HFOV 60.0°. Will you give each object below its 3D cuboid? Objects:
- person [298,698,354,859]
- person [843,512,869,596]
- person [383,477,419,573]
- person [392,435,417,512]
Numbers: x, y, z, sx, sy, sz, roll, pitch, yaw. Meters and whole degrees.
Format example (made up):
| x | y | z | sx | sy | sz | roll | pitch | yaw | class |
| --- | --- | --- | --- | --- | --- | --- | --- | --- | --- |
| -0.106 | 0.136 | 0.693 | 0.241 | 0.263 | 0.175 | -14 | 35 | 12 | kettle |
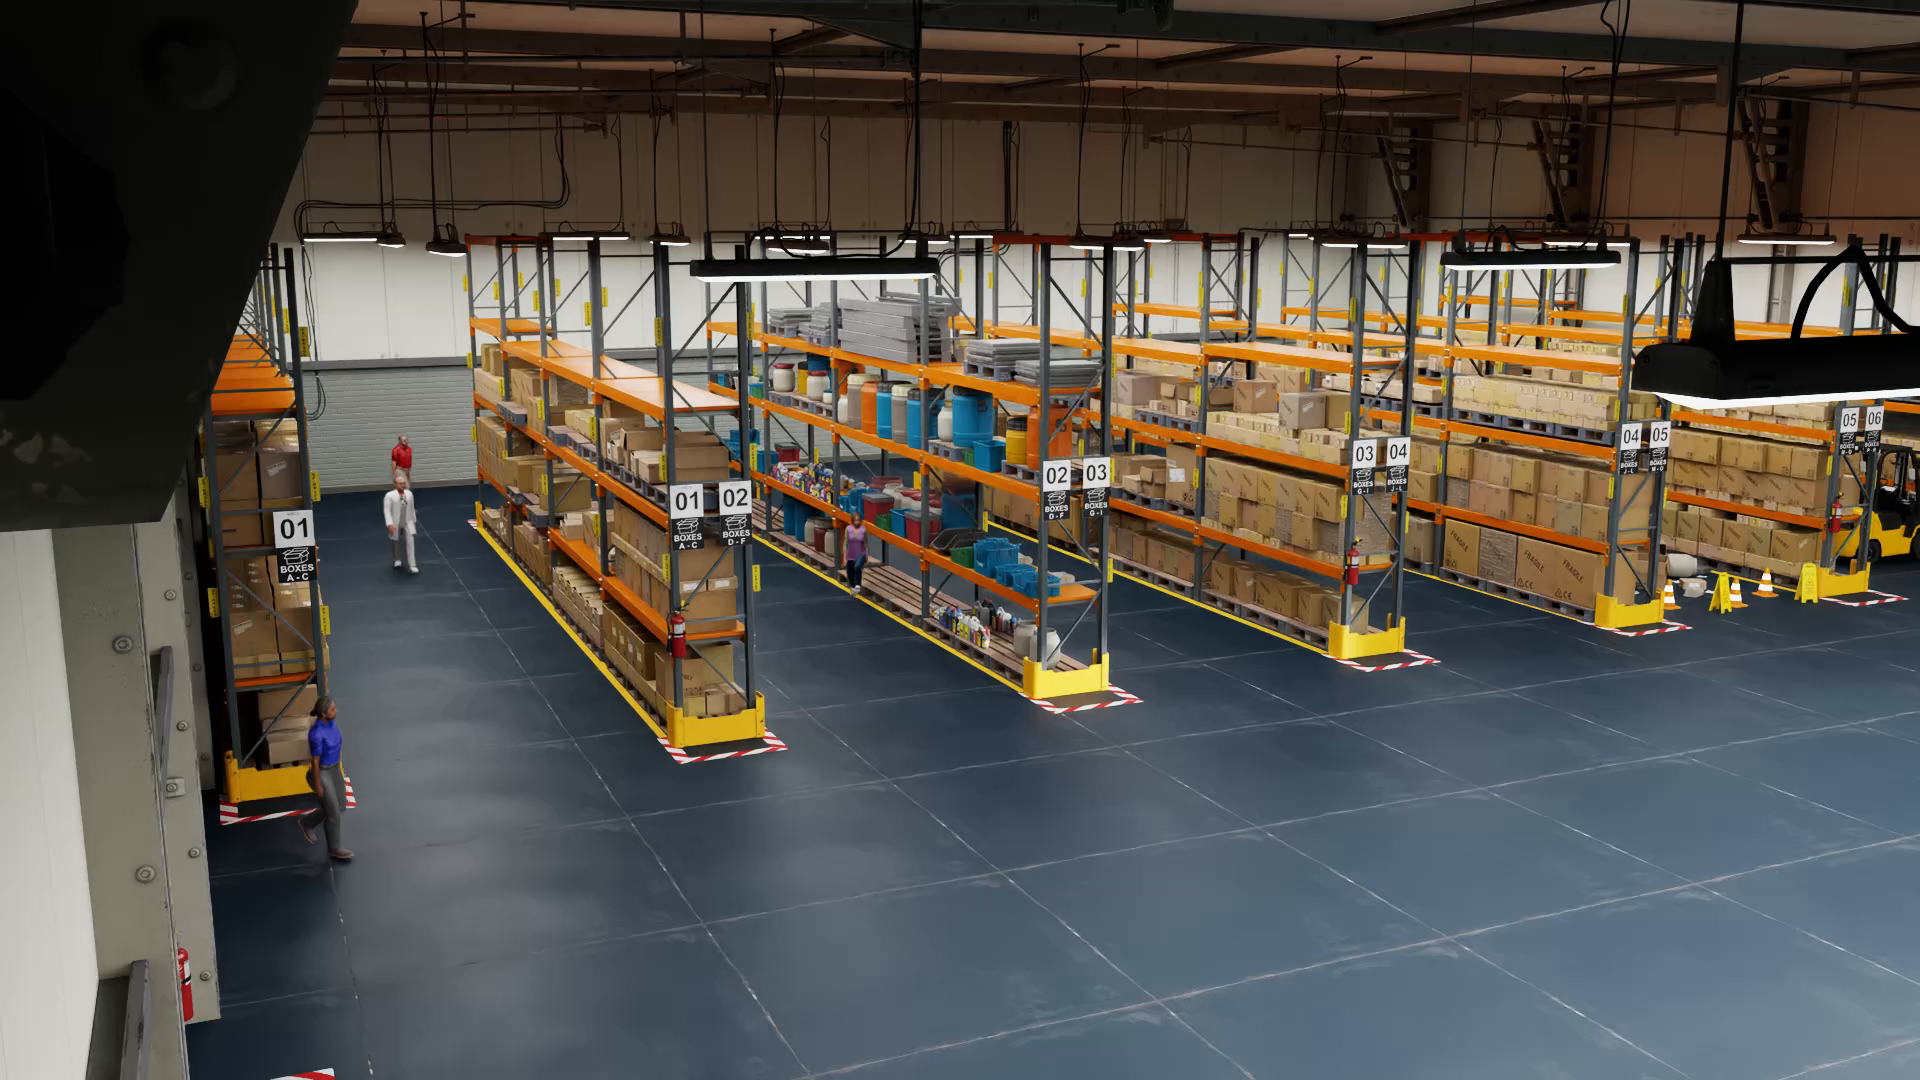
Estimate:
| x | y | z | sx | sy | sz | roll | pitch | yaw | class |
| --- | --- | --- | --- | --- | --- | --- | --- | --- | --- |
| -6.396 | 2.354 | 16.604 | 0.696 | 1.634 | 0.429 | 3 | 11 | 14 | person |
| -1.712 | 0.261 | 27.460 | 0.407 | 1.501 | 0.909 | 1 | 11 | 5 | person |
| -10.078 | -0.284 | 29.990 | 0.602 | 1.716 | 1.171 | -6 | 12 | -27 | person |
| -12.179 | -1.464 | 36.171 | 0.878 | 1.683 | 0.537 | 3 | 11 | 14 | person |
